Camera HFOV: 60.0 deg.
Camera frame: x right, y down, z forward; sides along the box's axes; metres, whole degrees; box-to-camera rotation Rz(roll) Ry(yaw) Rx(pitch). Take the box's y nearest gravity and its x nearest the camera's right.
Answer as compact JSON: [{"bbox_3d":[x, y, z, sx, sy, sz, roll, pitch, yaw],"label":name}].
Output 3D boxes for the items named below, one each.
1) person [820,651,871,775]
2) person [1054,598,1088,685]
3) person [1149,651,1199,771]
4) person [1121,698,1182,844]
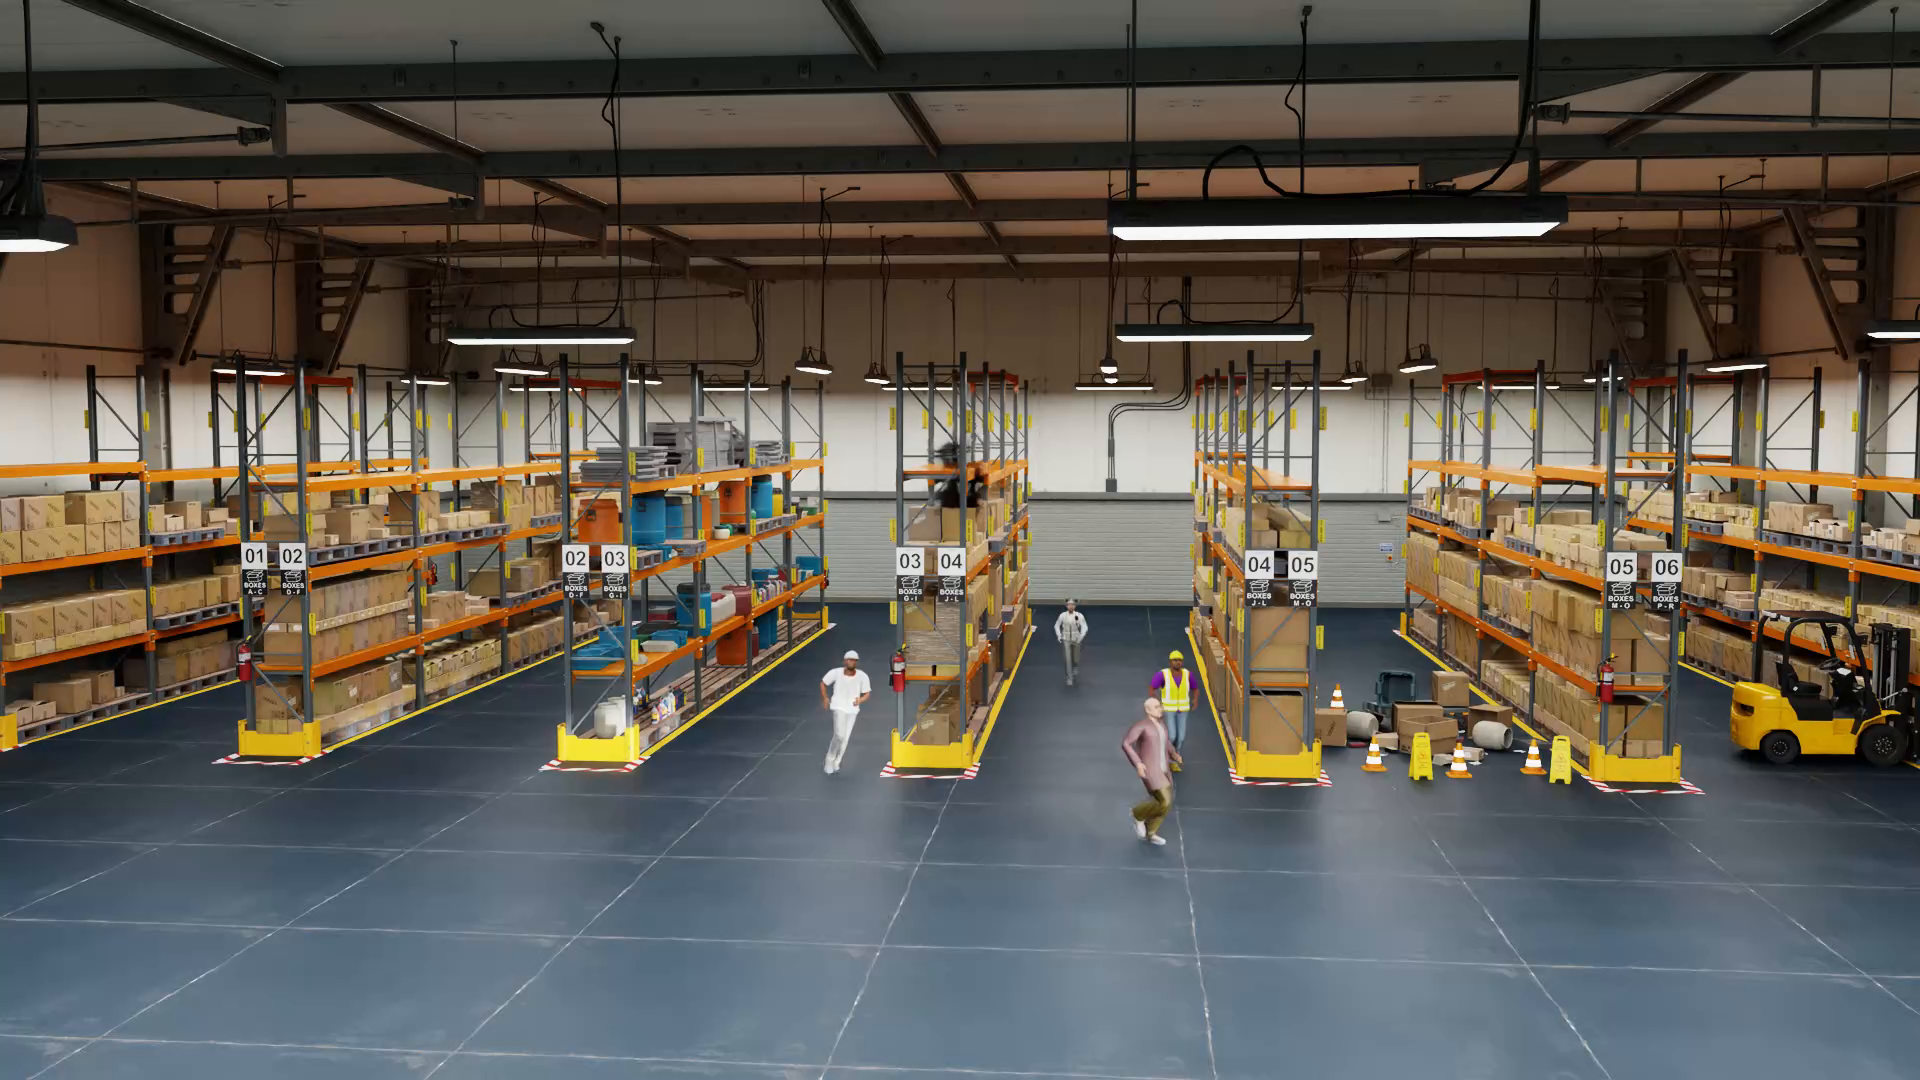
[{"bbox_3d":[-1.616,2.454,23.745,0.691,1.757,0.647,-1,4,-18],"label":"person"},{"bbox_3d":[2.121,1.912,31.764,0.654,1.653,0.725,0,4,6],"label":"person"},{"bbox_3d":[3.100,2.444,23.836,0.712,1.730,0.575,-1,4,-11],"label":"person"},{"bbox_3d":[2.324,2.741,19.702,0.625,1.736,0.716,4,5,42],"label":"person"}]
